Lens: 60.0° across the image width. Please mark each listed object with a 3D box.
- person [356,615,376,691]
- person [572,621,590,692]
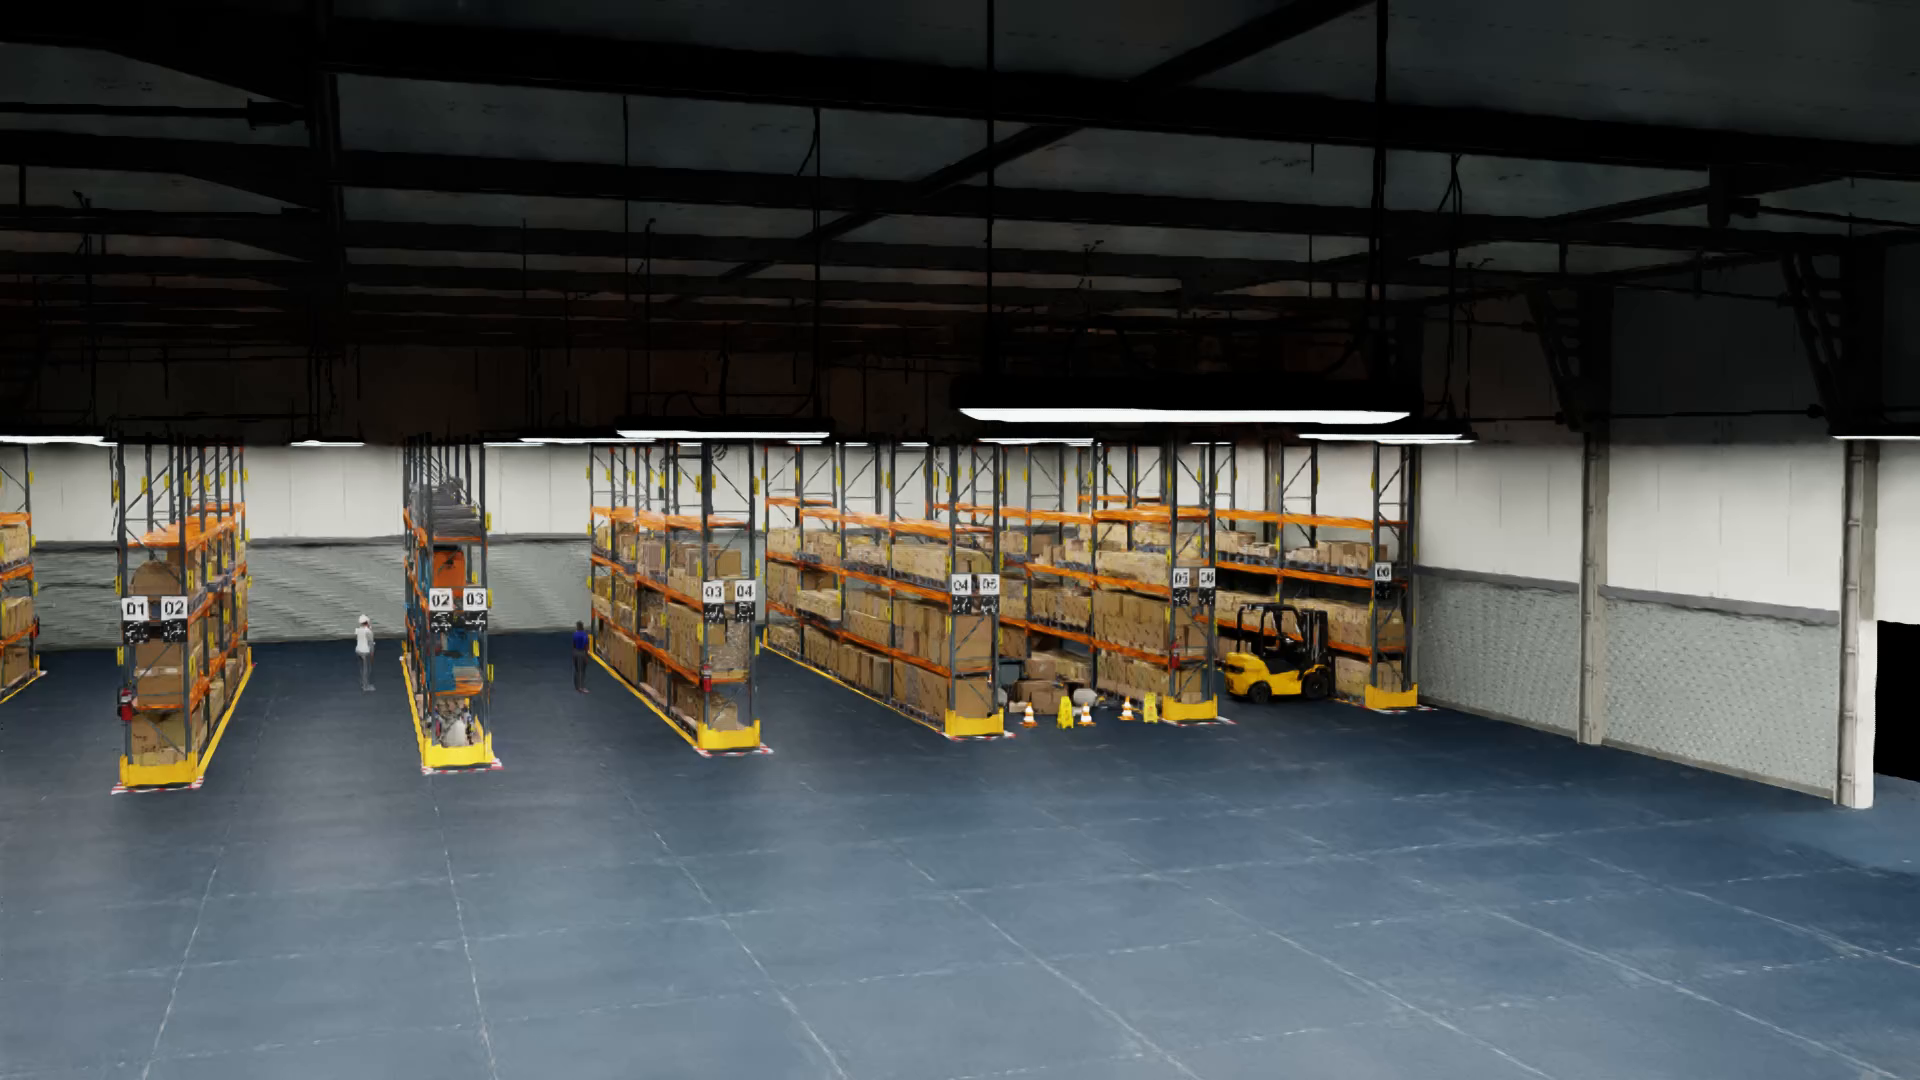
[{"bbox_3d":[-13.997,2.645,39.249,0.581,1.775,0.444,3,4,38],"label":"person"},{"bbox_3d":[-8.881,2.719,39.021,0.507,1.666,0.414,3,4,39],"label":"person"}]
